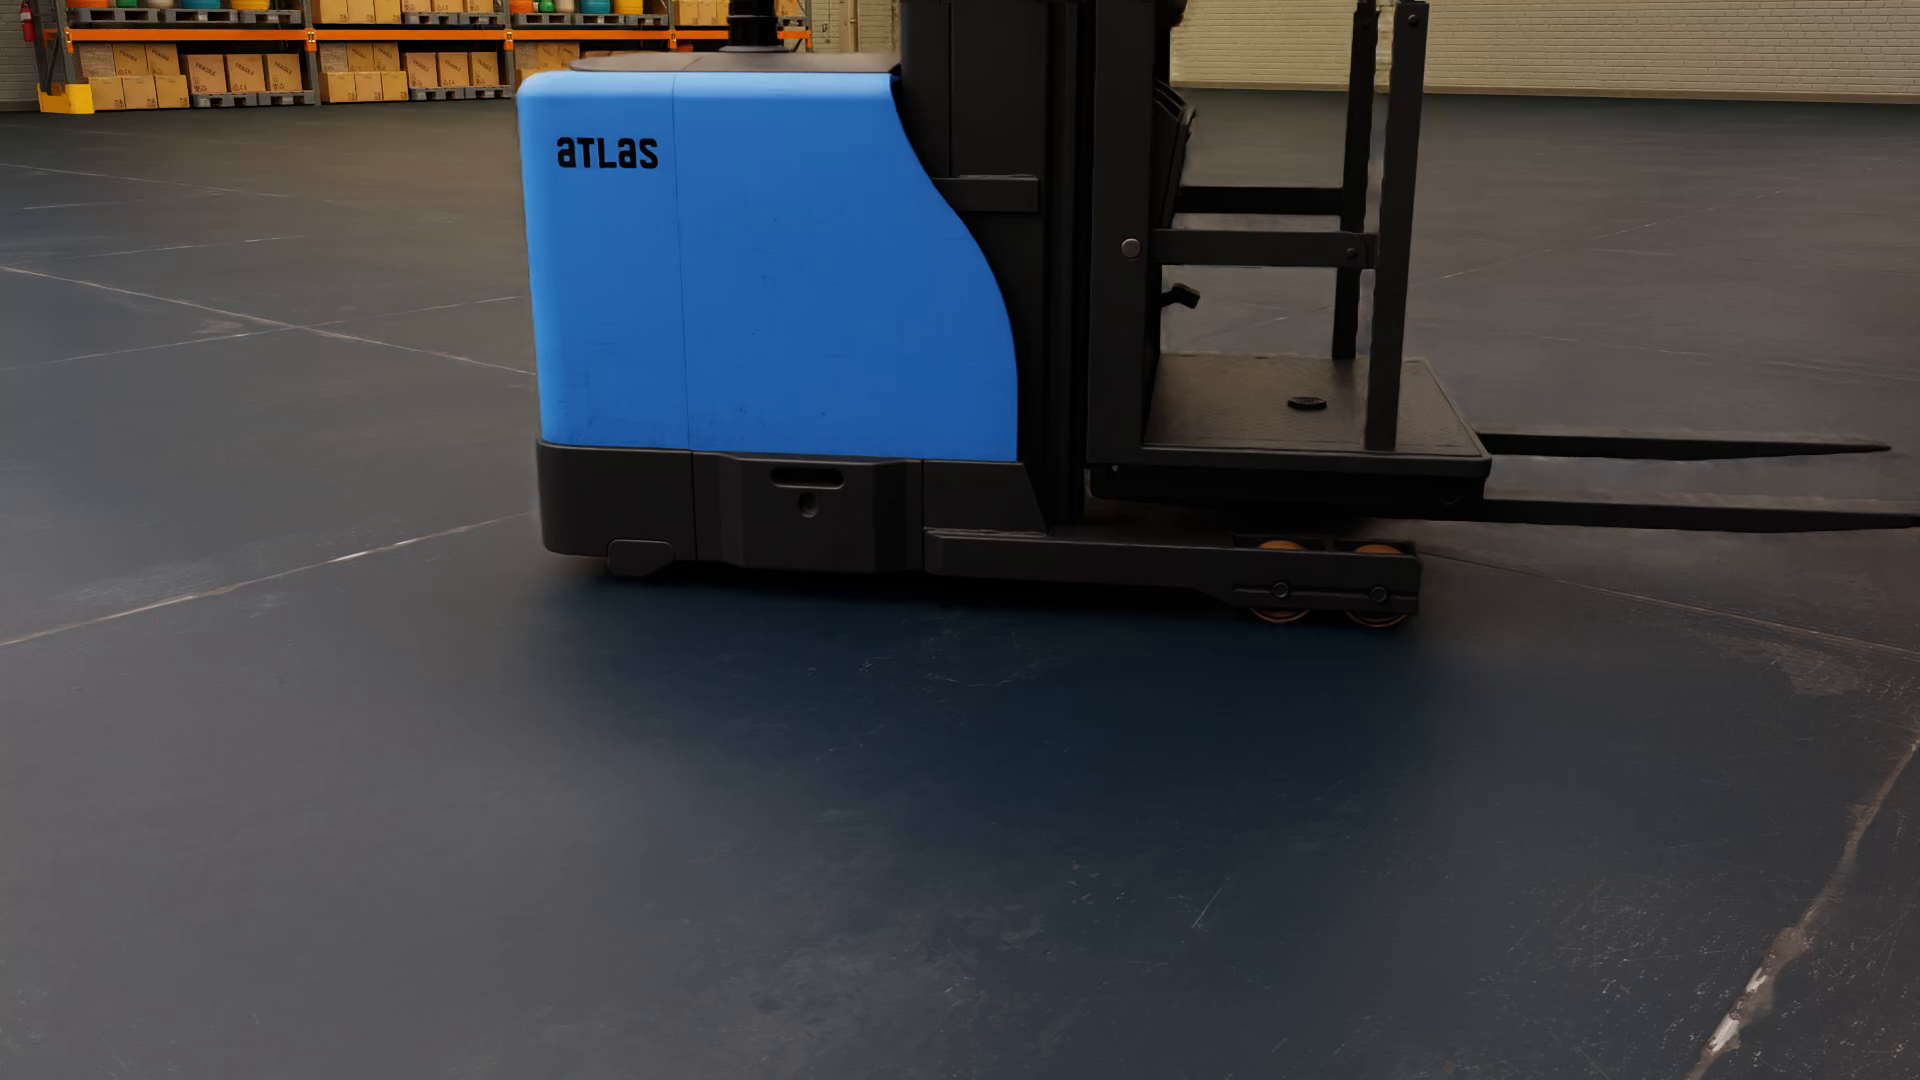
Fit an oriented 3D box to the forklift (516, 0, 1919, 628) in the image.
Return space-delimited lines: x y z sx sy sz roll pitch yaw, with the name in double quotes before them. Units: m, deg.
"forklift" 0.640 -1.390 3.476 3.031 2.935 1.130 2 17 8
